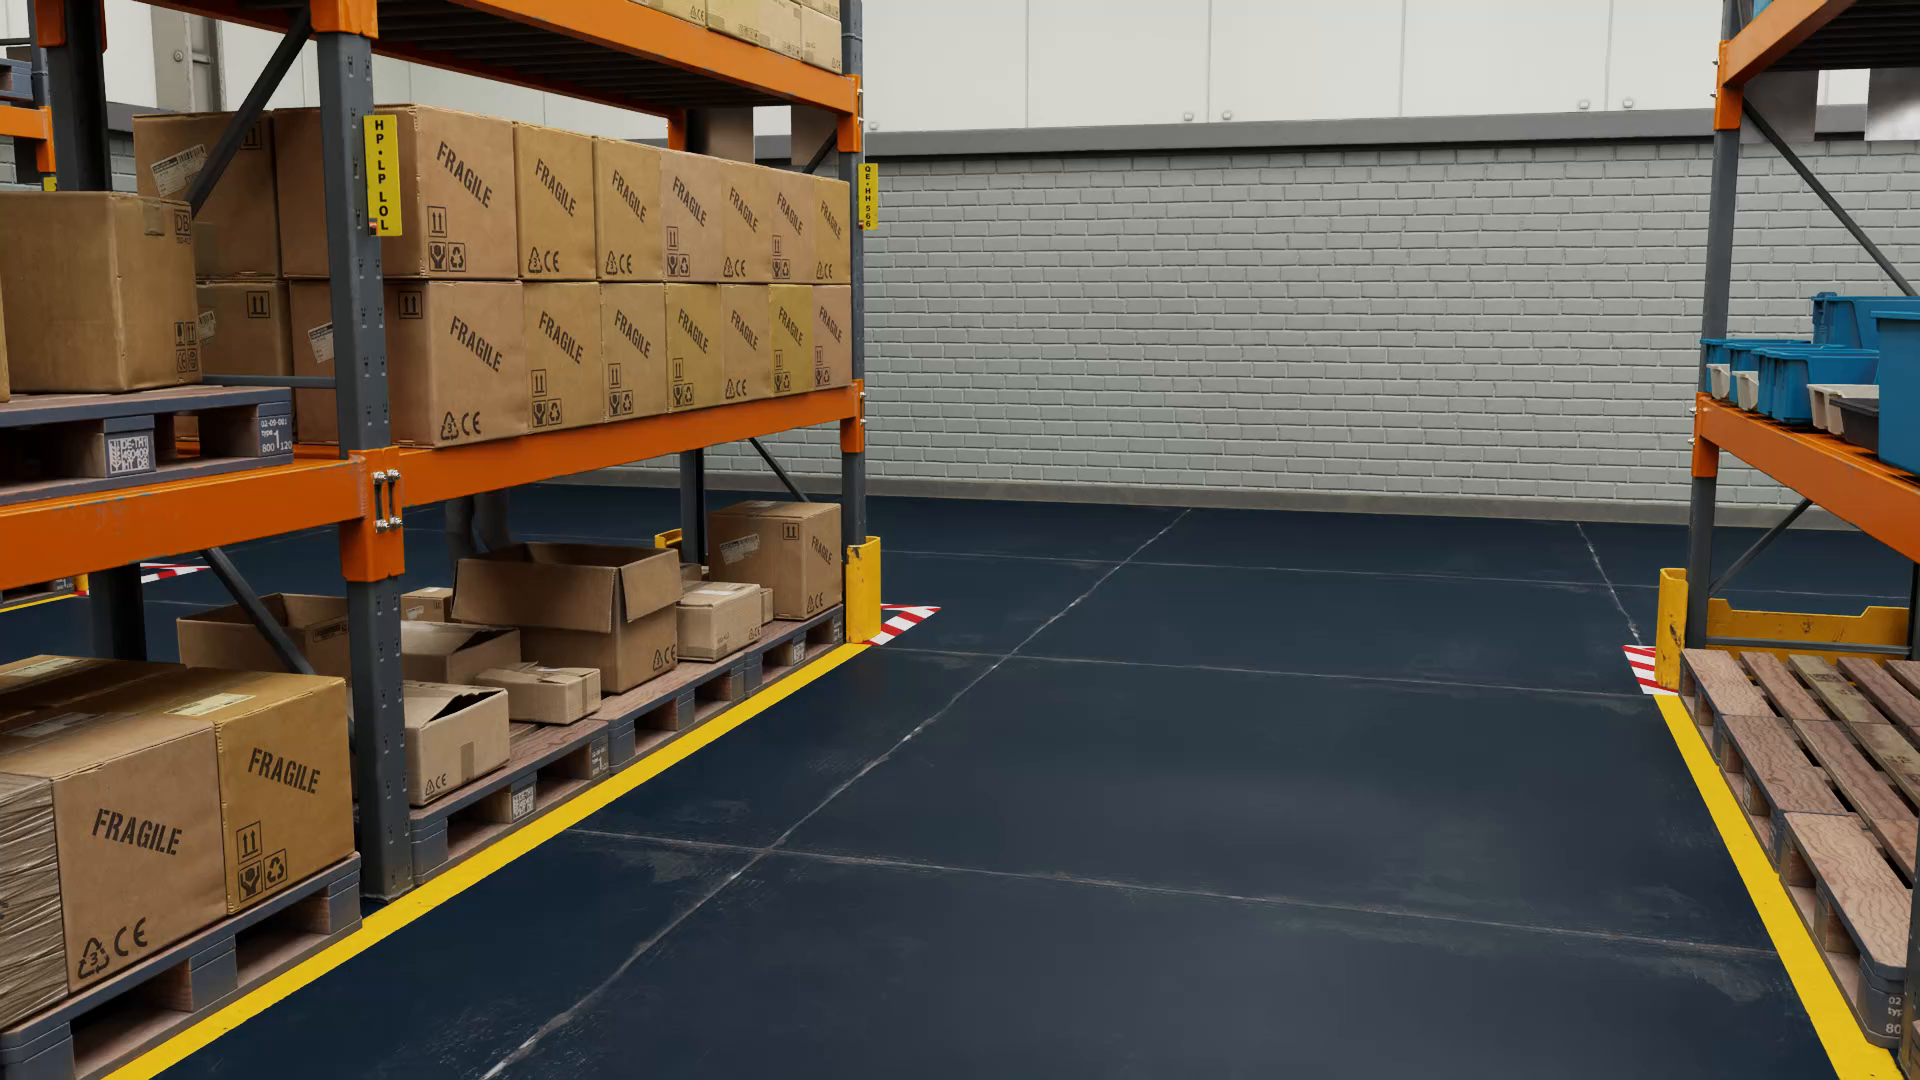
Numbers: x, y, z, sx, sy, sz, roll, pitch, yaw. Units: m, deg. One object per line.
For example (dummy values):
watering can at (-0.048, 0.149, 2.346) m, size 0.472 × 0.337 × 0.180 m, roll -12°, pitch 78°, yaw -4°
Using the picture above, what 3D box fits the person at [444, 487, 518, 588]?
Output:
person at (-2.615, -0.397, 9.000) m, size 0.454 × 1.673 × 0.528 m, roll 6°, pitch 10°, yaw 33°
